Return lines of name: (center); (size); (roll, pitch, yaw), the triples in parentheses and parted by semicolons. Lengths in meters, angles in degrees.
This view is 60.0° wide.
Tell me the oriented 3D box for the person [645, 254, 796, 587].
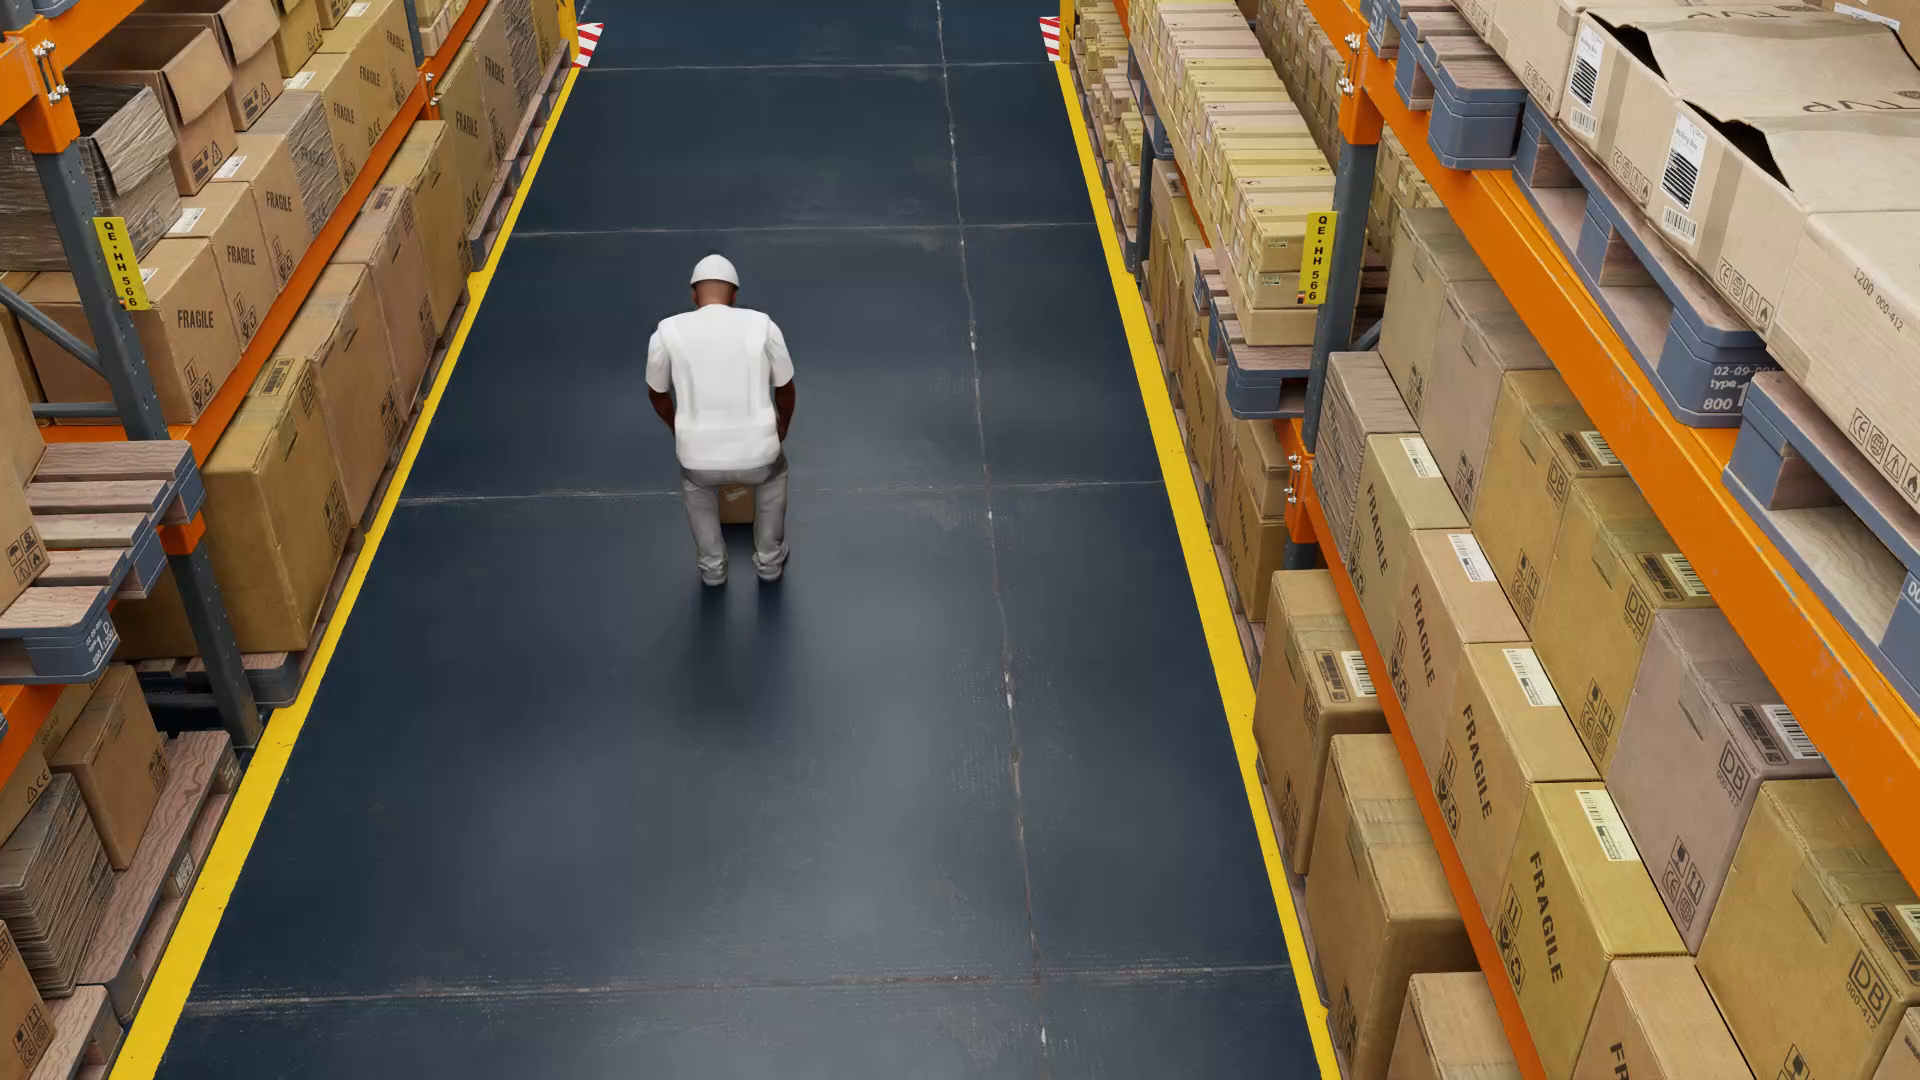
person: (-1.020, -0.475, 7.145); (0.631, 1.373, 0.779); (-1, 35, -2)
